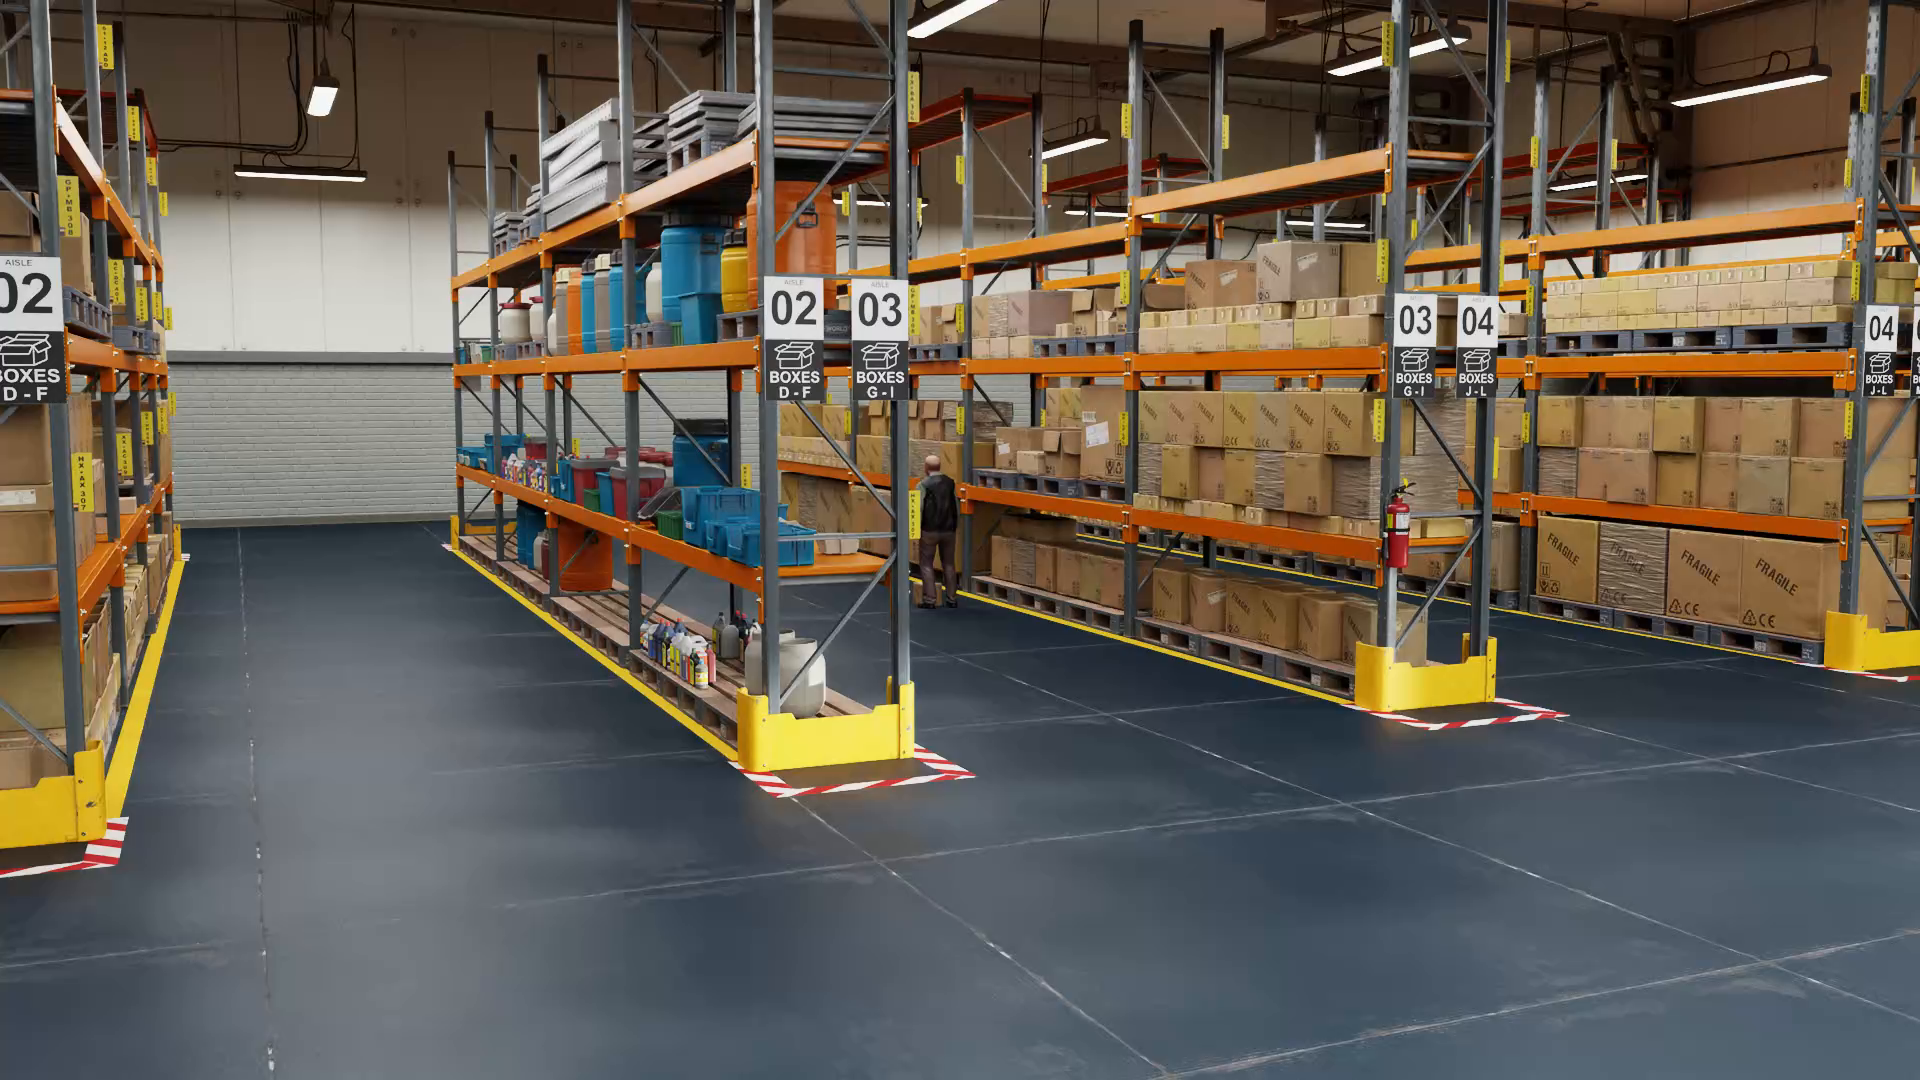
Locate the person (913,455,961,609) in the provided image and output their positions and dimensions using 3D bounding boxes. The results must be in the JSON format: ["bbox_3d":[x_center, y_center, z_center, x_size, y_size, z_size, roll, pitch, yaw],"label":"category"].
[{"bbox_3d":[-0.259,-0.091,18.696,0.594,1.722,0.419,-3,6,-27],"label":"person"}]
